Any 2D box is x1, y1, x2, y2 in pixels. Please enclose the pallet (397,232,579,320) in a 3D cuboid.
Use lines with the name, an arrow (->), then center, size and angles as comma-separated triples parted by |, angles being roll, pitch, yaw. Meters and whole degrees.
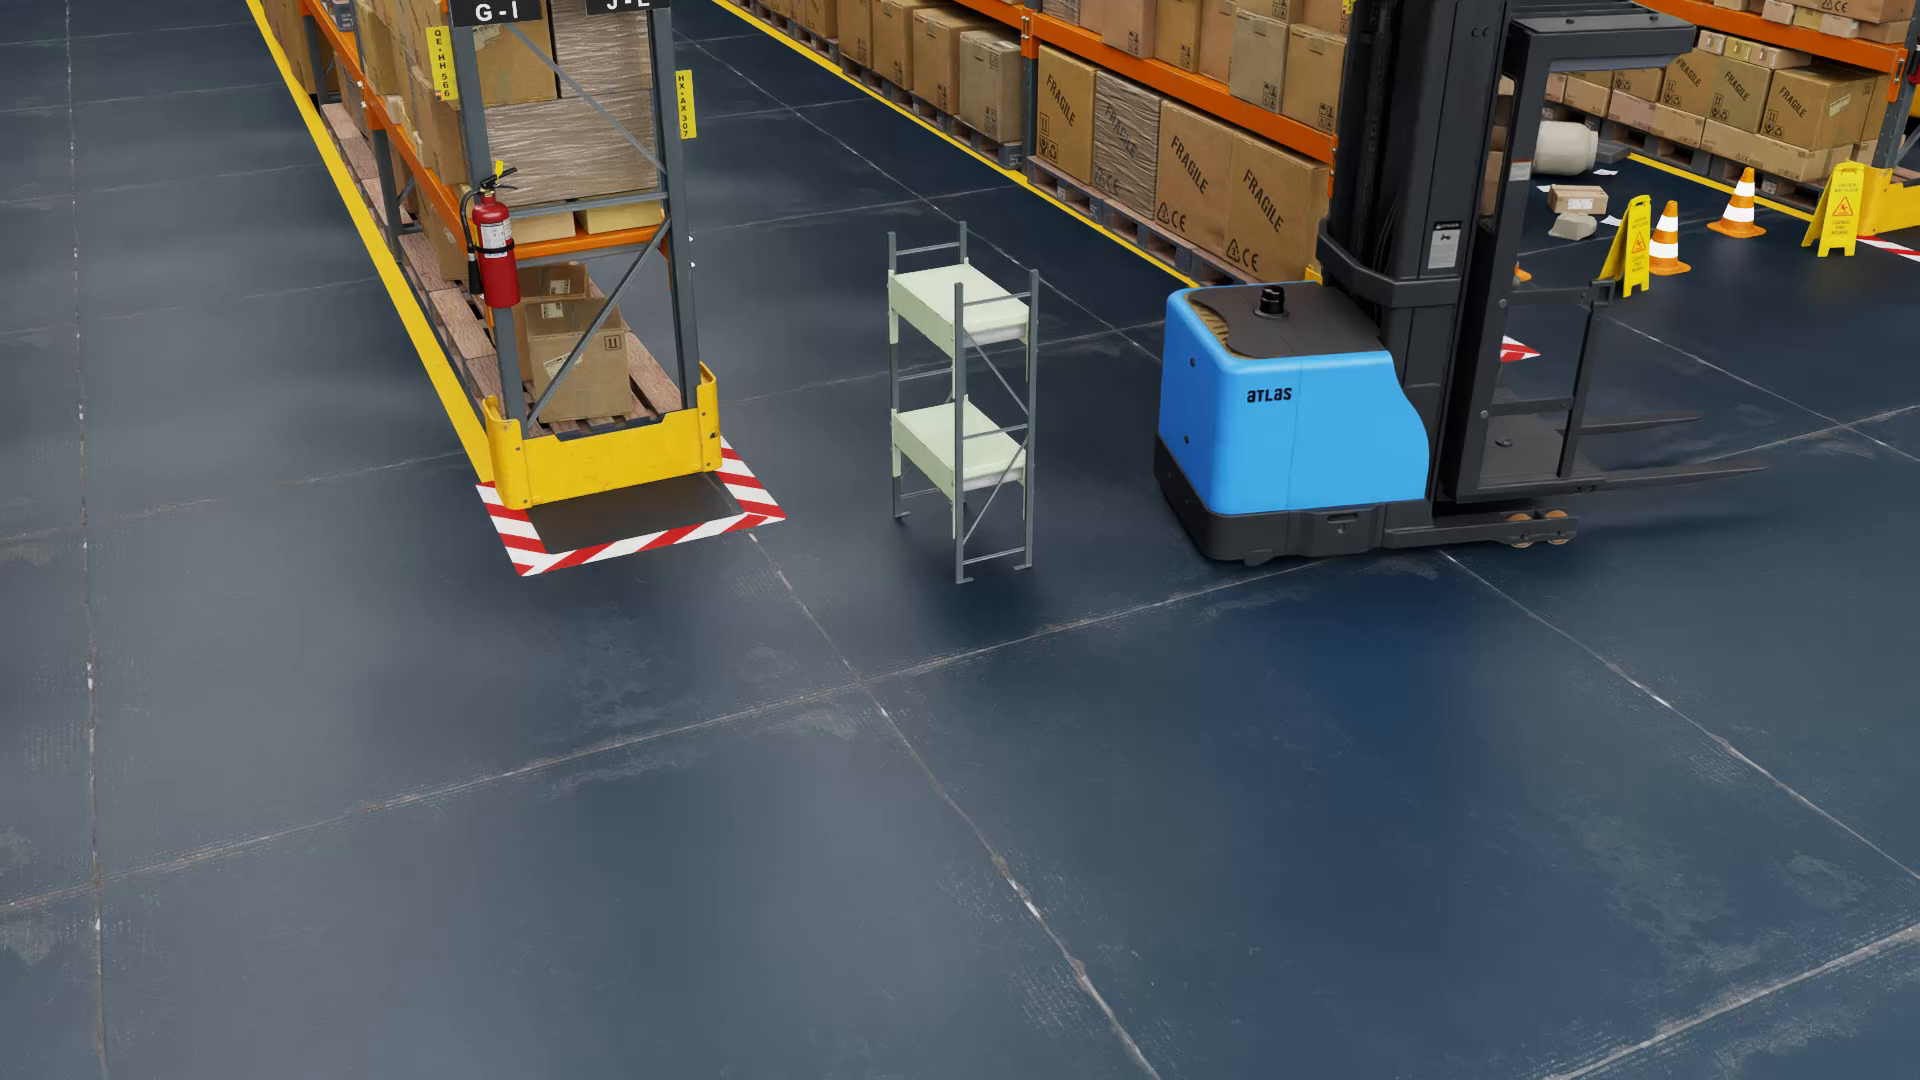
pallet -> -3.226, -1.878, 11.384 | 1.003, 0.211, 1.213 | -13, 32, -22

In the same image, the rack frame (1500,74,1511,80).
rack frame -> 5.404, -5.465, 14.928 | 1.000, 3.000, 0.127 | -13, 32, -22

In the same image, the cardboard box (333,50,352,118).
cardboard box -> -4.957, -3.961, 14.352 | 0.700, 0.500, 0.500 | -15, 33, -25

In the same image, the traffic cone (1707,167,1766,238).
traffic cone -> 5.772, -2.510, 12.253 | 0.336, 0.463, 0.334 | -13, 32, -22

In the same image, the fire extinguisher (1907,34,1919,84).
fire extinguisher -> 6.755, -3.517, 11.533 | 0.296, 0.674, 0.183 | -13, 32, -22

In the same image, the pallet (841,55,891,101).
pallet -> -0.470, -4.567, 16.179 | 1.003, 0.211, 1.213 | -13, 32, -22

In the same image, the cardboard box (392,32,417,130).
cardboard box -> -2.743, -2.688, 9.570 | 0.875, 0.500, 0.500 | -13, 32, -22

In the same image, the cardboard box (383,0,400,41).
cardboard box -> -2.928, -3.081, 9.249 | 0.500, 0.500, 0.500 | -13, 32, -22

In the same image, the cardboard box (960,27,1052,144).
cardboard box -> 0.629, -3.838, 13.898 | 1.050, 0.750, 0.750 | -13, 32, -22

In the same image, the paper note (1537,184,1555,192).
paper note -> 4.689, -2.804, 13.231 | 0.148, 0.019, 0.142 | -3, 29, -5

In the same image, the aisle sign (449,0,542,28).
aisle sign -> -2.073, -2.660, 7.270 | 0.394, 0.787, 0.004 | -13, 32, -22

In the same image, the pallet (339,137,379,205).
pallet -> -4.409, -3.051, 13.475 | 1.003, 0.211, 1.213 | -13, 32, -22

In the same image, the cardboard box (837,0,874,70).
cardboard box -> -0.560, -5.062, 16.080 | 1.050, 0.750, 0.750 | -14, 32, -23

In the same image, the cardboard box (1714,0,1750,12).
cardboard box -> 6.155, -4.259, 13.035 | 0.380, 0.149, 0.250 | -13, 32, -22

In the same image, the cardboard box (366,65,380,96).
cardboard box -> -3.630, -3.003, 10.795 | 0.380, 0.149, 0.250 | -13, 32, -22

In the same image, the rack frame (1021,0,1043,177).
rack frame -> 0.977, -4.381, 12.995 | 1.000, 3.000, 0.127 | -13, 32, -22

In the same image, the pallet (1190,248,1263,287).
pallet -> 2.280, -1.734, 11.127 | 1.003, 0.211, 1.213 | -13, 32, -22

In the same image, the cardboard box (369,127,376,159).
cardboard box -> -4.218, -3.223, 13.036 | 0.700, 0.500, 0.500 | -16, 33, -26

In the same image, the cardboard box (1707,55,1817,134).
cardboard box -> 6.315, -3.538, 13.107 | 0.500, 0.500, 0.500 | -12, 31, -20

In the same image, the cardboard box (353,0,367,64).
cardboard box -> -3.409, -3.345, 10.743 | 0.875, 0.500, 0.500 | -13, 32, -22

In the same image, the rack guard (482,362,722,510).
rack guard -> -1.861, -0.560, 8.738 | 1.175, 0.500, 0.348 | -13, 32, -22

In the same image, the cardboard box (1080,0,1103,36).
cardboard box -> 1.403, -4.047, 12.248 | 0.875, 0.550, 0.550 | -13, 32, -22

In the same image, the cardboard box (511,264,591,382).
cardboard box -> -2.369, -1.246, 9.531 | 0.500, 0.500, 0.500 | -5, 30, -9

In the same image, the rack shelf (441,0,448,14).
rack shelf -> -2.687, -3.495, 9.084 | 1.077, 0.370, 4.000 | -13, 32, -22

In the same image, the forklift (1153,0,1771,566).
forklift -> 2.581, -1.489, 7.908 | 3.031, 2.935, 1.130 | -5, 30, -9

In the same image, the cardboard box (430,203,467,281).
cardboard box -> -3.158, -2.040, 10.948 | 0.500, 0.500, 0.500 | -3, 29, -6

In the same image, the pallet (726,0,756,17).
pallet -> -2.122, -6.355, 19.367 | 1.003, 0.211, 1.213 | -13, 32, -22

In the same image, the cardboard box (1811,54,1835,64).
cardboard box -> 6.786, -3.663, 13.331 | 0.500, 0.500, 0.500 | -14, 32, -24

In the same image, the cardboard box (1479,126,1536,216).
cardboard box -> 4.081, -2.853, 12.824 | 0.637, 0.503, 0.797 | 13, 32, 21

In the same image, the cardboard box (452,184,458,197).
cardboard box -> -2.492, -1.914, 8.853 | 0.380, 0.149, 0.250 | -13, 32, -22

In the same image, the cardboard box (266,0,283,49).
cardboard box -> -6.303, -5.501, 16.736 | 1.225, 0.875, 0.875 | -14, 32, -24

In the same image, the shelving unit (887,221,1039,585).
shelving unit -> 0.003, -0.651, 7.878 | 0.431, 1.500, 0.755 | -13, 32, -22

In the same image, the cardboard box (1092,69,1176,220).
cardboard box -> 1.574, -2.947, 12.182 | 0.875, 0.875, 0.875 | -13, 32, -22

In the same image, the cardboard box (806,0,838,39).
cardboard box -> -1.259, -5.476, 17.075 | 0.500, 0.500, 0.500 | -13, 32, -22

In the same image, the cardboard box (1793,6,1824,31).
cardboard box -> 6.468, -3.915, 12.421 | 0.380, 0.149, 0.250 | -14, 32, -23

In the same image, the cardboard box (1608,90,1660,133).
cardboard box -> 5.883, -3.664, 14.099 | 0.500, 0.250, 0.500 | -14, 32, -23

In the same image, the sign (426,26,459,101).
sign -> -2.339, -2.152, 7.514 | 0.100, 0.325, 0.005 | -13, 32, -22

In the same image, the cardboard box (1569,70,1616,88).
cardboard box -> 5.654, -4.224, 14.331 | 0.500, 0.500, 0.500 | -12, 31, -20

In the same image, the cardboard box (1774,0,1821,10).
cardboard box -> 6.429, -4.275, 12.401 | 0.500, 0.500, 0.500 | -13, 32, -22

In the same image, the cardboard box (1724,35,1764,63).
cardboard box -> 6.219, -3.850, 13.002 | 0.380, 0.149, 0.250 | -13, 32, -21

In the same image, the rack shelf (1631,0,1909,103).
rack shelf -> 6.263, -4.267, 13.529 | 1.077, 0.370, 4.000 | -13, 32, -22

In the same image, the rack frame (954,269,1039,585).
rack frame -> 0.160, -0.490, 7.590 | 0.400, 1.500, 0.023 | -13, 32, -22

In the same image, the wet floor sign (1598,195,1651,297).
wet floor sign -> 4.495, -1.990, 11.139 | 0.267, 0.644, 0.232 | -19, 35, -30

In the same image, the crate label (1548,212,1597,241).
crate label -> 4.522, -2.319, 12.246 | 0.298, 0.136, 0.250 | 19, 34, 30

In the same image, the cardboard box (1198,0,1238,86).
cardboard box -> 2.111, -3.346, 10.996 | 0.875, 0.550, 0.550 | -13, 32, -22

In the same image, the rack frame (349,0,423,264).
rack frame -> -3.546, -3.384, 11.218 | 1.000, 3.000, 0.127 | -13, 32, -22

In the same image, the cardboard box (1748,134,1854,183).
cardboard box -> 6.521, -2.993, 12.902 | 0.500, 0.250, 0.500 | -13, 32, -22

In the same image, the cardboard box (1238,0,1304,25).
cardboard box -> 2.251, -3.546, 10.249 | 0.875, 0.550, 0.550 | -13, 32, -22

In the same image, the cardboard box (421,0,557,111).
cardboard box -> -2.288, -2.417, 8.065 | 0.500, 0.500, 0.500 | -13, 32, -22

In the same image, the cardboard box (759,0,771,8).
cardboard box -> -1.914, -6.163, 18.301 | 0.500, 0.500, 0.500 | -13, 32, -21

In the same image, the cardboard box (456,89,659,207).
cardboard box -> -2.040, -2.039, 8.413 | 0.875, 0.500, 0.500 | -13, 32, -22

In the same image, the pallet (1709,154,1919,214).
pallet -> 6.772, -2.881, 13.172 | 1.003, 0.211, 1.213 | -13, 32, -22

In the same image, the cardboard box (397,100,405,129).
cardboard box -> -3.166, -2.569, 10.021 | 0.380, 0.149, 0.250 | -13, 32, -22
